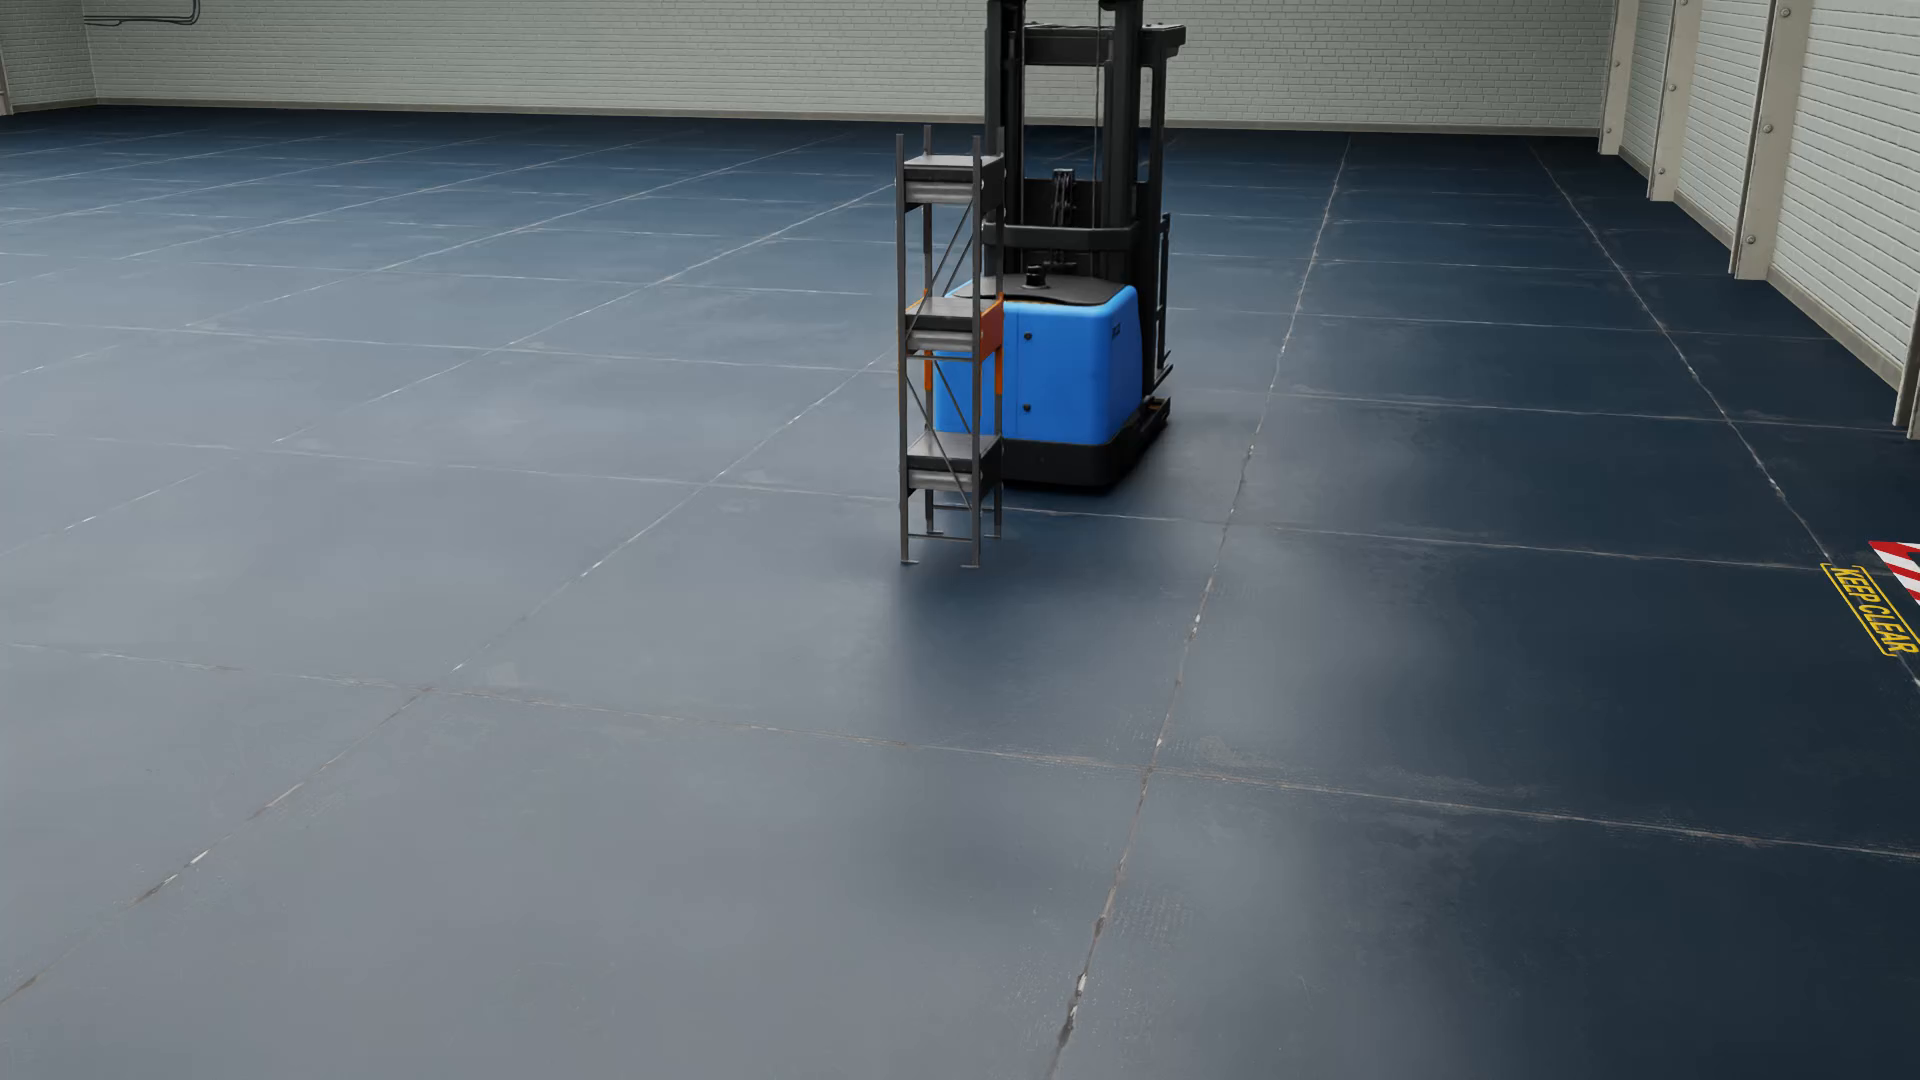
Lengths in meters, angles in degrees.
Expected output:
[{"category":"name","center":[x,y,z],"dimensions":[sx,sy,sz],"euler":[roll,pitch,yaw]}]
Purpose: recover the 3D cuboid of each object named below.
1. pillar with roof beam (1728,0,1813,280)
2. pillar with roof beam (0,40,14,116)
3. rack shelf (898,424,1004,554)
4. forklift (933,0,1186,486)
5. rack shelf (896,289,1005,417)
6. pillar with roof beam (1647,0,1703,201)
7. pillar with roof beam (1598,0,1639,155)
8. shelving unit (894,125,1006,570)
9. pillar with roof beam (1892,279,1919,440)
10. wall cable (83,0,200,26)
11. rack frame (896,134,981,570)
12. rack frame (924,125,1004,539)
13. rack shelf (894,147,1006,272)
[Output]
[{"category":"pillar with roof beam","center":[3.521,-7.171,15.761],"dimensions":[9.100,9.000,0.400],"euler":[5,19,13]},{"category":"pillar with roof beam","center":[-15.743,-12.740,32.065],"dimensions":[9.100,9.000,0.400],"euler":[5,19,13]},{"category":"rack shelf","center":[-0.040,-0.266,8.427],"dimensions":[0.431,0.518,0.480],"euler":[5,19,13]},{"category":"forklift","center":[0.756,-2.128,10.383],"dimensions":[1.130,2.935,3.031],"euler":[6,20,16]},{"category":"rack shelf","center":[-0.040,-0.929,8.201],"dimensions":[0.431,0.518,0.480],"euler":[5,19,13]},{"category":"pillar with roof beam","center":[4.987,-9.052,21.266],"dimensions":[9.100,9.000,0.400],"euler":[5,19,13]},{"category":"pillar with roof beam","center":[6.453,-10.932,26.772],"dimensions":[9.100,9.000,0.400],"euler":[5,19,13]},{"category":"shelving unit","center":[-0.040,-0.942,8.196],"dimensions":[0.431,2.100,0.503],"euler":[5,19,13]},{"category":"pillar with roof beam","center":[2.055,-5.291,10.255],"dimensions":[9.100,9.000,0.400],"euler":[5,19,13]},{"category":"wall cable","center":[-17.916,-12.430,35.960],"dimensions":[3.097,2.526,0.112],"euler":[5,19,13]},{"category":"rack frame","center":[-0.100,-0.865,7.972],"dimensions":[0.400,2.100,0.015],"euler":[5,19,13]},{"category":"rack frame","center":[0.019,-1.018,8.420],"dimensions":[0.400,2.100,0.015],"euler":[5,19,13]},{"category":"rack shelf","center":[-0.040,-1.591,7.974],"dimensions":[0.431,0.518,0.480],"euler":[5,19,13]}]
